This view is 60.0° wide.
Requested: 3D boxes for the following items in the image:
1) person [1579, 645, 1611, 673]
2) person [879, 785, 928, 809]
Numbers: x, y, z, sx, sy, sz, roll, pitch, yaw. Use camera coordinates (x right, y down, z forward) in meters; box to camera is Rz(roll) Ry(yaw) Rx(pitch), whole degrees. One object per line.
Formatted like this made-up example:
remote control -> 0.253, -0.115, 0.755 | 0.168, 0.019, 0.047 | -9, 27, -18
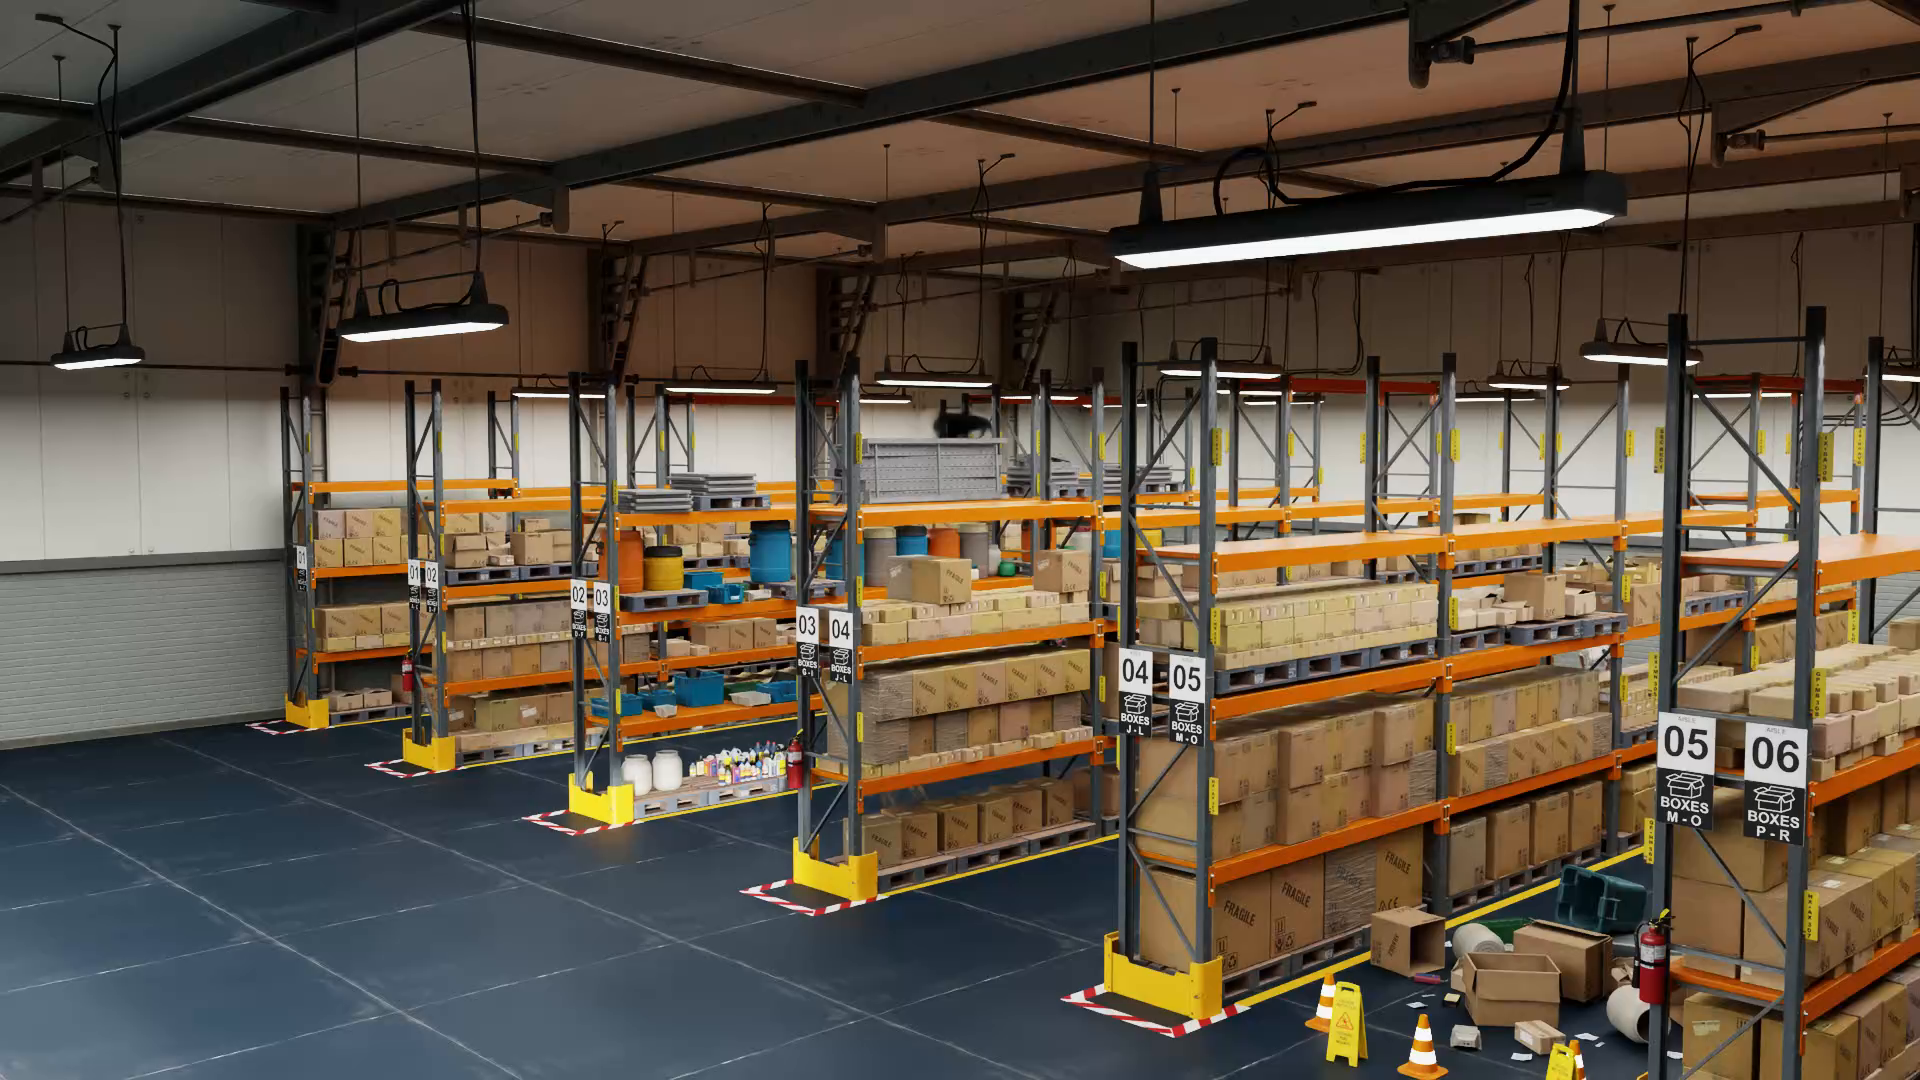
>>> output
person -> 11.356, 2.439, 29.683 | 0.584, 1.711, 0.786 | 1, 4, 13
person -> -0.749, 2.912, 21.811 | 0.686, 1.746, 0.937 | 4, 5, 45
